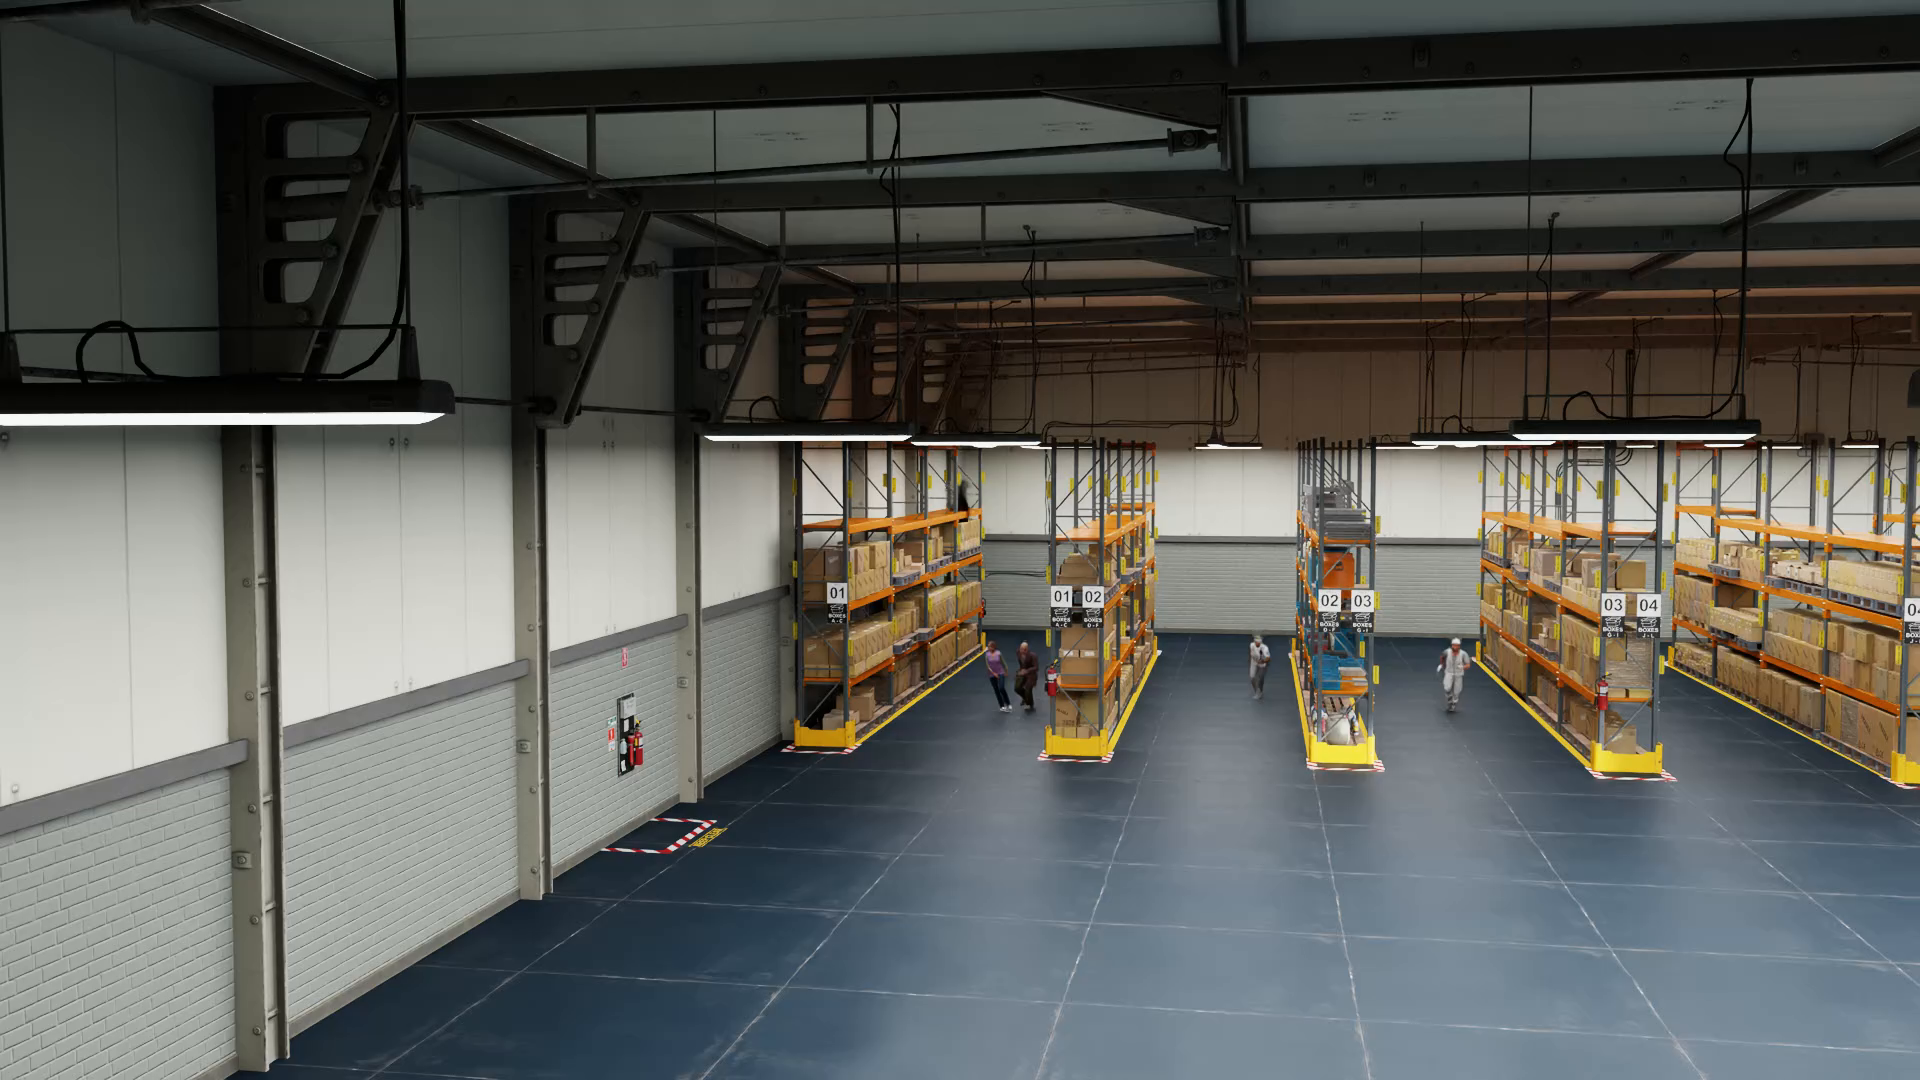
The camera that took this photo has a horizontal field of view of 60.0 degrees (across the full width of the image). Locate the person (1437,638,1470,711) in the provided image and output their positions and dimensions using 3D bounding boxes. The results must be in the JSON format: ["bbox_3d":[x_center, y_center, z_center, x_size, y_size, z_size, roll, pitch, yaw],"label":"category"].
[{"bbox_3d":[10.795,2.952,36.367,0.685,1.648,0.964,1,3,14],"label":"person"}]

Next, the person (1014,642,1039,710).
[{"bbox_3d":[1.463,2.997,36.632,0.740,1.563,1.038,2,3,30],"label":"person"}]

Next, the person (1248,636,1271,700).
[{"bbox_3d":[6.948,2.925,38.553,0.583,1.489,1.059,1,3,21],"label":"person"}]

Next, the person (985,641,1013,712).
[{"bbox_3d":[0.865,2.998,36.525,0.619,1.567,0.525,0,3,5],"label":"person"}]
